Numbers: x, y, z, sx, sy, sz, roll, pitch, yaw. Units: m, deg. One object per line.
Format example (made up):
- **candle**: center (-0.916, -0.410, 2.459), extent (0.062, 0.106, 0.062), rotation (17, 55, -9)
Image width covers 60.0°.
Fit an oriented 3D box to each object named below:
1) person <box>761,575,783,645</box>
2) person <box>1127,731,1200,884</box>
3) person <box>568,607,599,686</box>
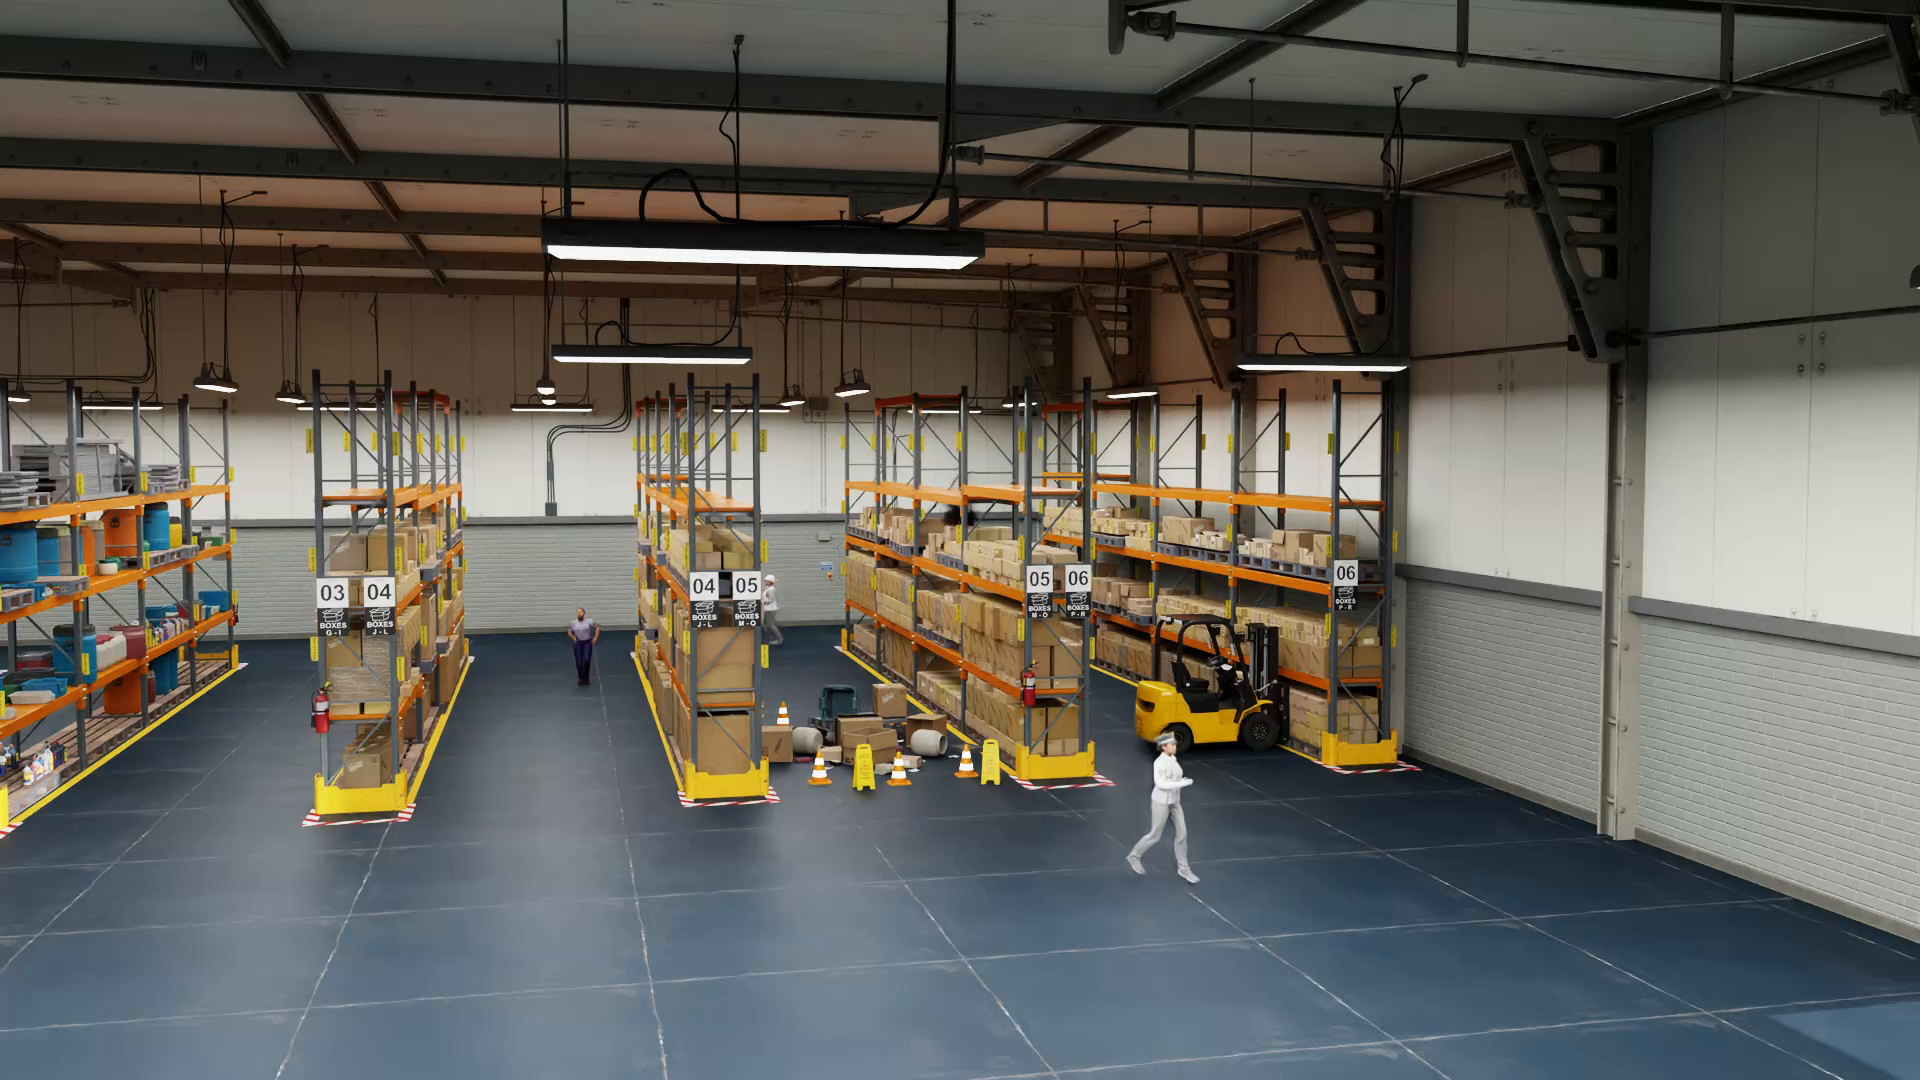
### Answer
- **person**: center (-4.742, 1.752, 41.181), extent (0.725, 1.789, 0.633), rotation (-1, 3, -17)
- **person**: center (2.330, 3.036, 19.044), extent (0.866, 1.721, 0.629), rotation (2, 4, 32)
- **person**: center (-7.824, 2.225, 34.467), extent (0.593, 1.607, 0.653), rotation (0, 3, -5)
